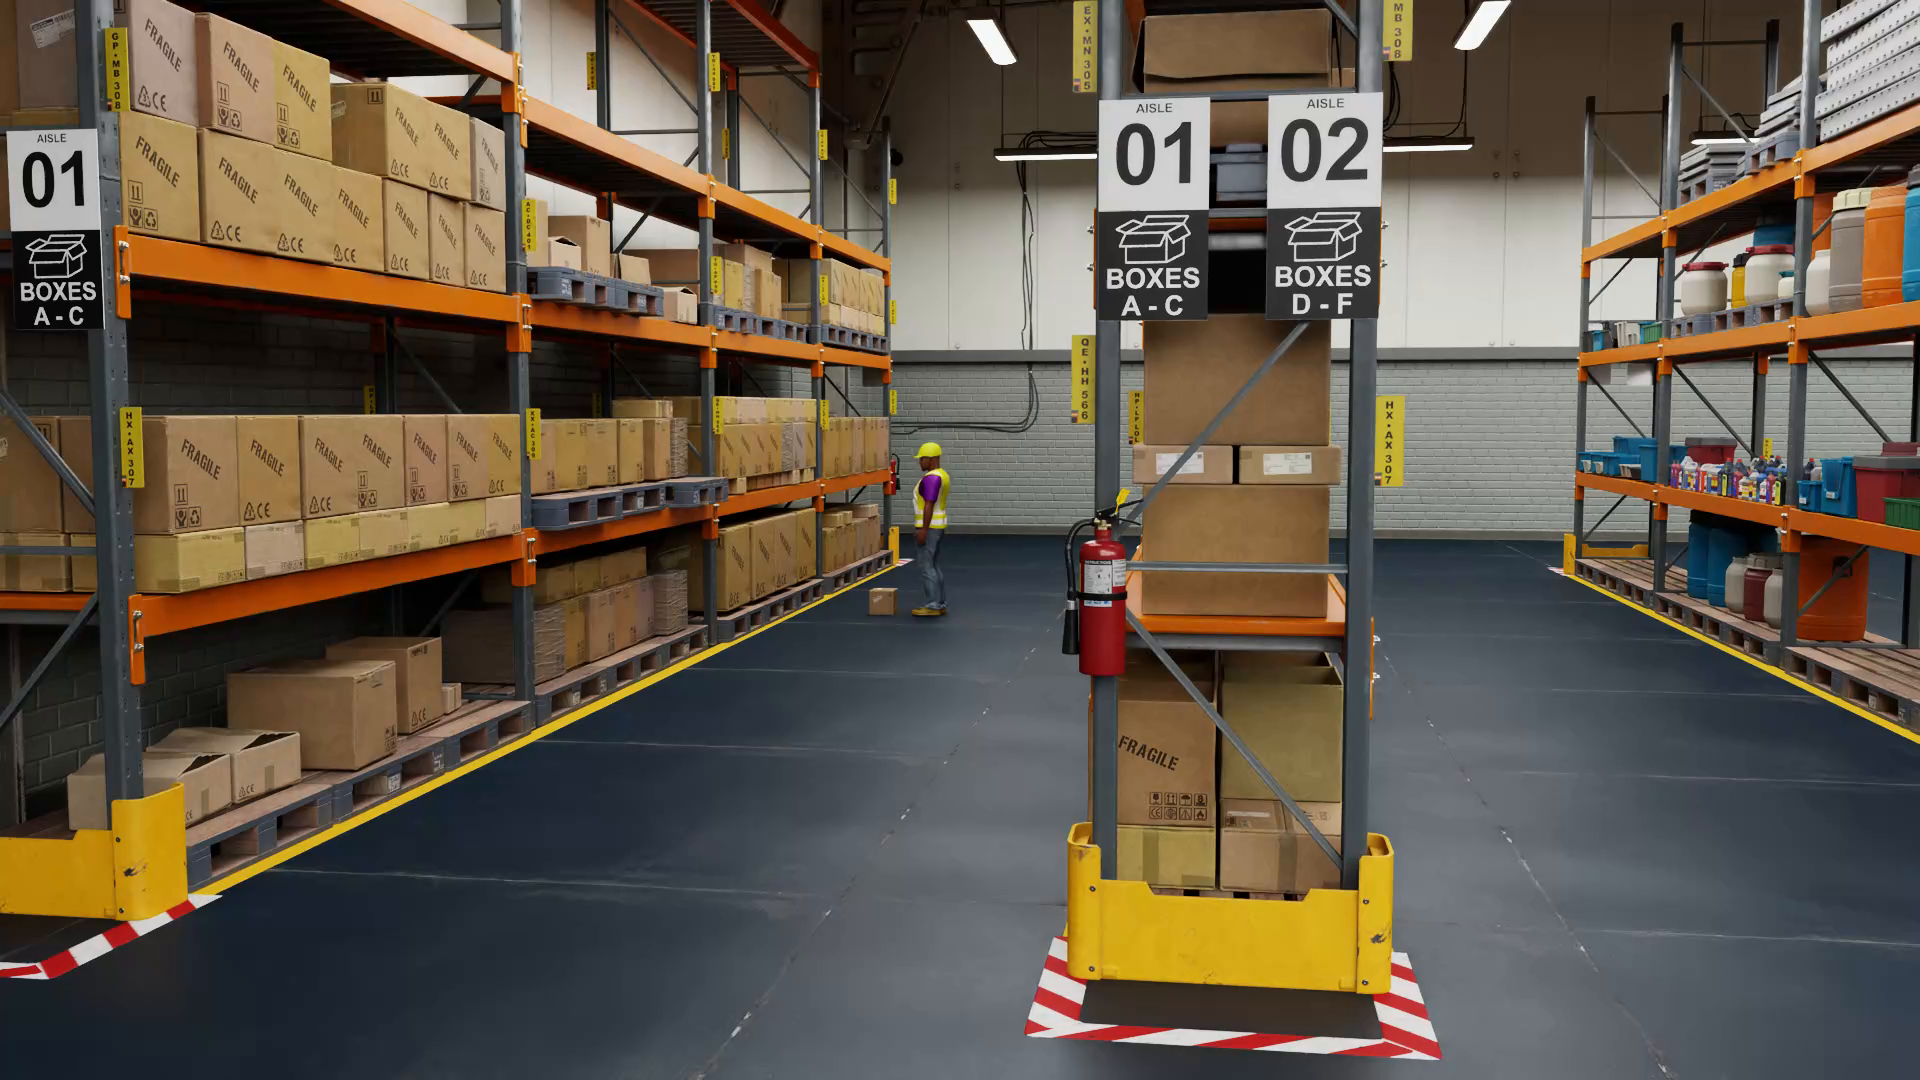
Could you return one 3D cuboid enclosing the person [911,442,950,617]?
[{"bbox_3d":[-0.301,-0.113,16.962,0.360,1.762,0.565,1,5,10],"label":"person"}]
